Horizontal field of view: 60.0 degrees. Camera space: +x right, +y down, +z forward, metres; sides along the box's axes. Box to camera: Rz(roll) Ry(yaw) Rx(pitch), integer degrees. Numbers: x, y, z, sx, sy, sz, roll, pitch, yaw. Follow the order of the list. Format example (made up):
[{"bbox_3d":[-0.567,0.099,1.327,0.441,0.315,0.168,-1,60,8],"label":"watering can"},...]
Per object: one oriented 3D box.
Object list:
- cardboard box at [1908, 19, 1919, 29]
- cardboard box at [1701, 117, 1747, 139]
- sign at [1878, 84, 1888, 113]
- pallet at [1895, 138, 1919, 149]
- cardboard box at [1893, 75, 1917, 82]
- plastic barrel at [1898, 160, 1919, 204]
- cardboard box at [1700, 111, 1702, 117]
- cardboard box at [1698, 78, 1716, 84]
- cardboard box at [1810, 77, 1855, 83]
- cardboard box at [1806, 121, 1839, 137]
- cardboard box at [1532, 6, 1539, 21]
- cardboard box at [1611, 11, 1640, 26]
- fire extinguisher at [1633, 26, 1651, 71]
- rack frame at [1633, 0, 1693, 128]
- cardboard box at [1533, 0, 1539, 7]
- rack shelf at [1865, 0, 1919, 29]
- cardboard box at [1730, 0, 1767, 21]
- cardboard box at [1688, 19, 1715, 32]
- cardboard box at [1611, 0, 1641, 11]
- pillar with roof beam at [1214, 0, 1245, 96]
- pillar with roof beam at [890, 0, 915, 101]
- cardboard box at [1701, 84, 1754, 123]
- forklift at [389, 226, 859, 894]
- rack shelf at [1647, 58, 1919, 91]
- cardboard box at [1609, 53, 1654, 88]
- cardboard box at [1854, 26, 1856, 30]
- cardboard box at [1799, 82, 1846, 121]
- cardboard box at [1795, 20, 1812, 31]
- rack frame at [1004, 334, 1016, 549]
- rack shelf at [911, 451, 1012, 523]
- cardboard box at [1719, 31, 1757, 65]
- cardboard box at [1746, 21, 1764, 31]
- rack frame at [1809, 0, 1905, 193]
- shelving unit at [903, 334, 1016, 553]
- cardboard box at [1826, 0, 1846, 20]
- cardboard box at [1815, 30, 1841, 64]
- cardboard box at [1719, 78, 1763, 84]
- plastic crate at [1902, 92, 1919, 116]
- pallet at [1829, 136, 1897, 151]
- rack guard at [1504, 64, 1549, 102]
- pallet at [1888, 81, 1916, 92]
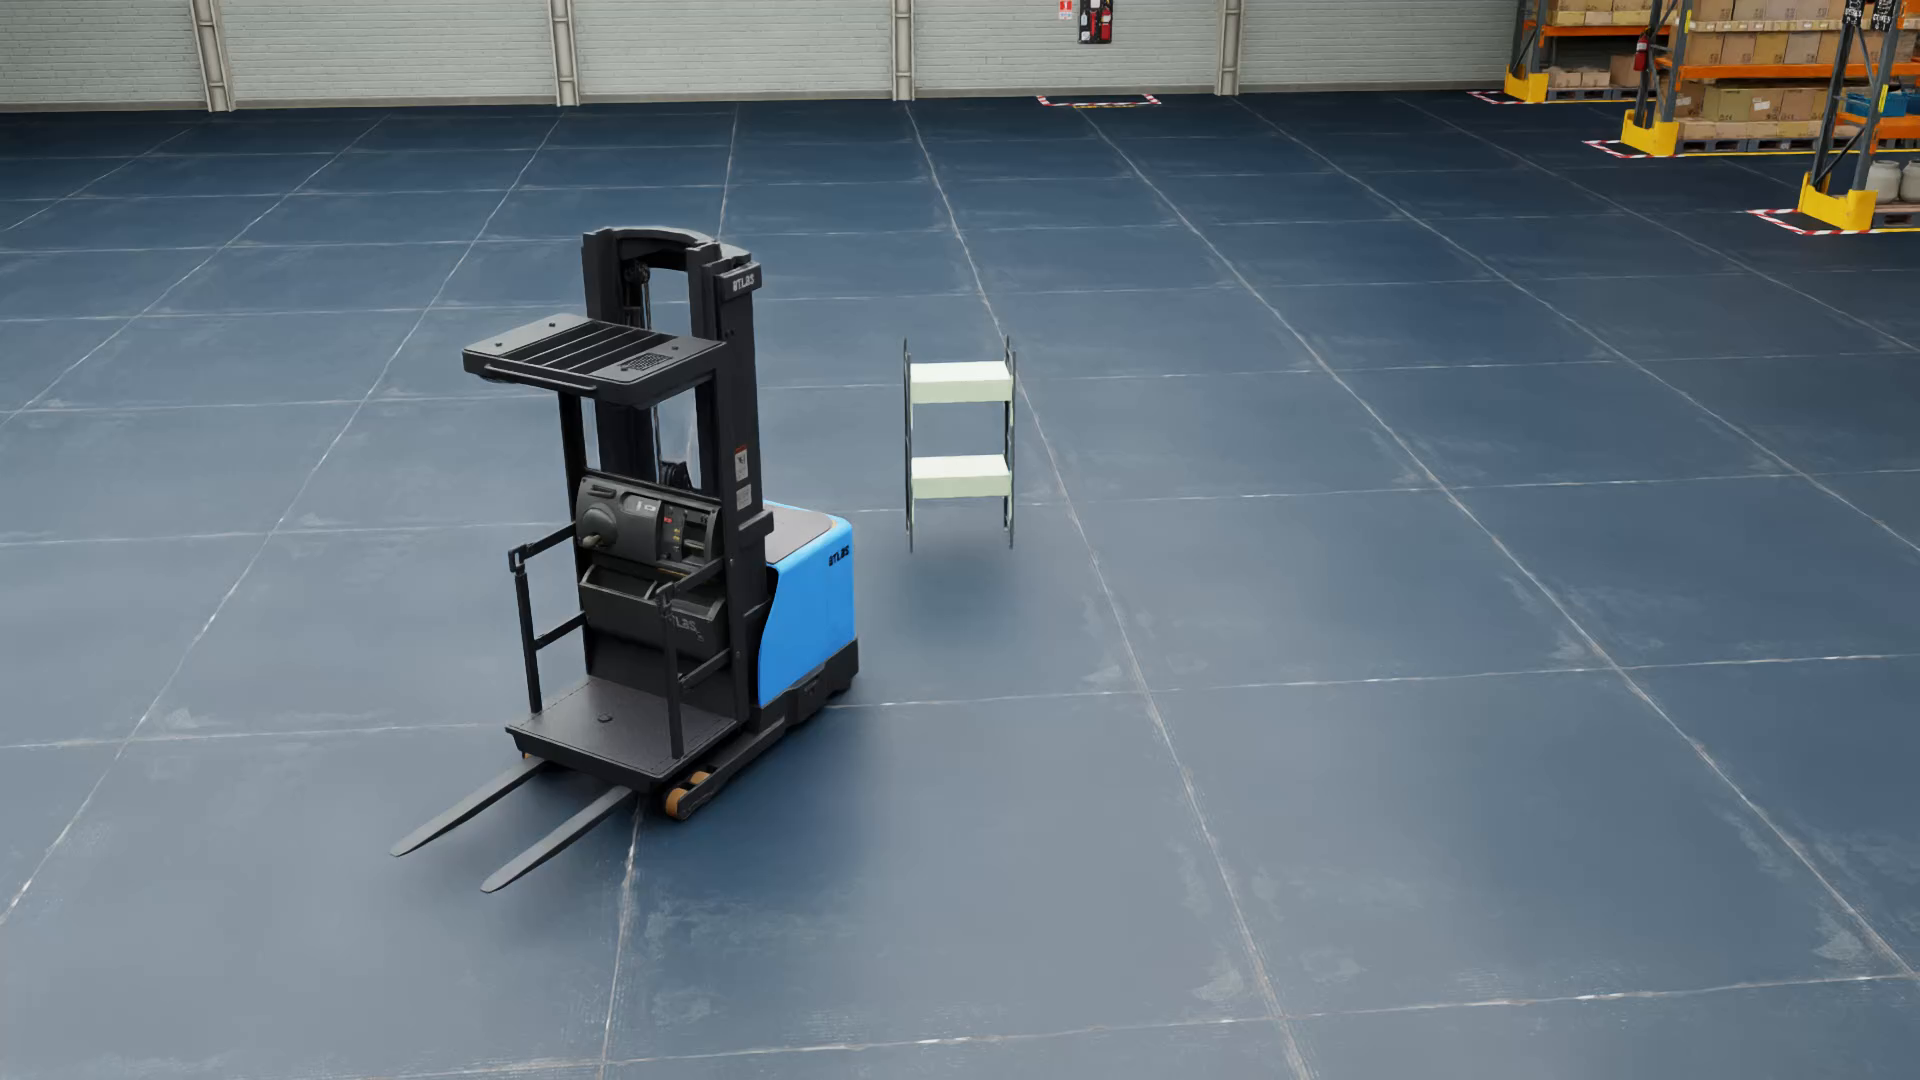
[{"bbox_3d":[14.520,-7.918,25.449,0.250,0.149,0.380,-2,24,-5],"label":"cardboard box"},{"bbox_3d":[11.842,-6.402,25.828,0.500,0.250,0.500,-2,24,-5],"label":"cardboard box"},{"bbox_3d":[11.322,-5.415,20.399,0.005,0.325,0.100,-2,24,-5],"label":"sign"},{"bbox_3d":[15.499,-6.444,26.488,1.213,0.211,1.003,-2,24,-5],"label":"pallet"},{"bbox_3d":[17.549,-8.844,30.990,0.500,0.500,0.700,-2,24,-4],"label":"cardboard box"},{"bbox_3d":[12.419,-4.643,21.550,0.421,0.512,0.421,0,24,0],"label":"plastic barrel"},{"bbox_3d":[11.790,-6.614,26.307,0.500,0.250,0.500,-2,24,-5],"label":"cardboard box"},{"bbox_3d":[13.750,-8.548,30.735,0.250,0.166,0.380,-5,25,-12],"label":"cardboard box"},{"bbox_3d":[13.781,-7.036,26.332,0.500,0.500,0.500,-2,24,-5],"label":"cardboard box"},{"bbox_3d":[13.335,-6.460,25.958,0.500,0.250,0.500,-2,24,-5],"label":"cardboard box"},{"bbox_3d":[10.745,-9.553,30.210,0.500,0.250,0.500,-2,24,-4],"label":"cardboard box"},{"bbox_3d":[11.838,-9.392,29.847,0.500,0.250,0.500,-3,24,-6],"label":"cardboard box"},{"bbox_3d":[10.626,-7.661,25.888,0.183,0.674,0.296,-2,24,-5],"label":"fire extinguisher"},{"bbox_3d":[10.789,-7.513,25.461,0.127,3.000,1.000,-2,24,-5],"label":"rack frame"},{"bbox_3d":[10.747,-9.903,30.075,0.500,0.500,0.500,-3,24,-6],"label":"cardboard box"},{"bbox_3d":[13.263,-6.633,20.672,4.000,0.370,1.077,-2,24,-5],"label":"rack shelf"},{"bbox_3d":[11.831,-8.191,25.264,0.500,0.500,0.700,-3,24,-7],"label":"cardboard box"},{"bbox_3d":[11.201,-7.784,25.148,0.250,0.149,0.380,-2,24,-6],"label":"cardboard box"},{"bbox_3d":[11.811,-9.730,29.685,0.500,0.500,0.500,-3,24,-7],"label":"cardboard box"},{"bbox_3d":[5.362,-10.655,25.142,0.400,9.000,9.100,-2,24,-5],"label":"pillar with roof beam"},{"bbox_3d":[-0.608,-10.415,24.603,0.400,9.000,9.100,-2,24,-5],"label":"pillar with roof beam"},{"bbox_3d":[11.842,-6.744,25.674,0.500,0.500,0.500,-2,24,-5],"label":"cardboard box"},{"bbox_3d":[-1.789,-0.056,8.768,1.130,2.935,3.031,13,27,27],"label":"forklift"},{"bbox_3d":[12.780,-7.264,25.786,4.000,0.370,1.077,-2,24,-5],"label":"rack shelf"},{"bbox_3d":[12.298,-8.597,30.435,0.500,0.500,0.700,-4,24,-8],"label":"cardboard box"},{"bbox_3d":[13.508,-7.878,25.359,0.250,0.149,0.380,-2,24,-5],"label":"cardboard box"},{"bbox_3d":[13.334,-6.808,25.818,0.500,0.500,0.500,-2,24,-5],"label":"cardboard box"},{"bbox_3d":[12.731,-7.845,25.285,0.250,0.149,0.380,-2,24,-5],"label":"cardboard box"},{"bbox_3d":[0.358,-0.700,11.978,0.023,1.500,0.400,-2,24,-5],"label":"rack frame"},{"bbox_3d":[-0.007,-0.387,12.077,0.720,0.370,0.431,-2,24,-5],"label":"rack shelf"},{"bbox_3d":[11.777,-7.595,25.522,0.500,0.500,0.700,-2,24,-4],"label":"cardboard box"},{"bbox_3d":[11.963,-7.814,25.216,0.250,0.149,0.380,-3,24,-6],"label":"cardboard box"},{"bbox_3d":[11.272,-5.511,20.956,0.127,3.000,1.000,-2,24,-5],"label":"rack frame"},{"bbox_3d":[-0.007,-0.685,11.945,0.755,1.500,0.431,-2,24,-5],"label":"shelving unit"},{"bbox_3d":[13.328,-8.251,25.400,0.500,0.500,0.700,-2,24,-5],"label":"cardboard box"},{"bbox_3d":[13.305,-7.656,25.659,0.500,0.500,0.700,-2,24,-4],"label":"cardboard box"},{"bbox_3d":[12.287,-6.979,26.203,0.500,0.500,0.500,-2,24,-5],"label":"cardboard box"},{"bbox_3d":[12.388,-5.608,21.356,0.408,0.251,0.499,-2,24,-5],"label":"plastic crate"},{"bbox_3d":[13.974,-6.384,26.353,1.213,0.211,1.003,-2,24,-5],"label":"pallet"},{"bbox_3d":[10.374,-8.376,30.480,0.348,0.500,1.175,-2,24,-5],"label":"rack guard"},{"bbox_3d":[17.482,-8.530,31.181,1.213,0.211,1.003,-2,24,-5],"label":"pallet"}]
